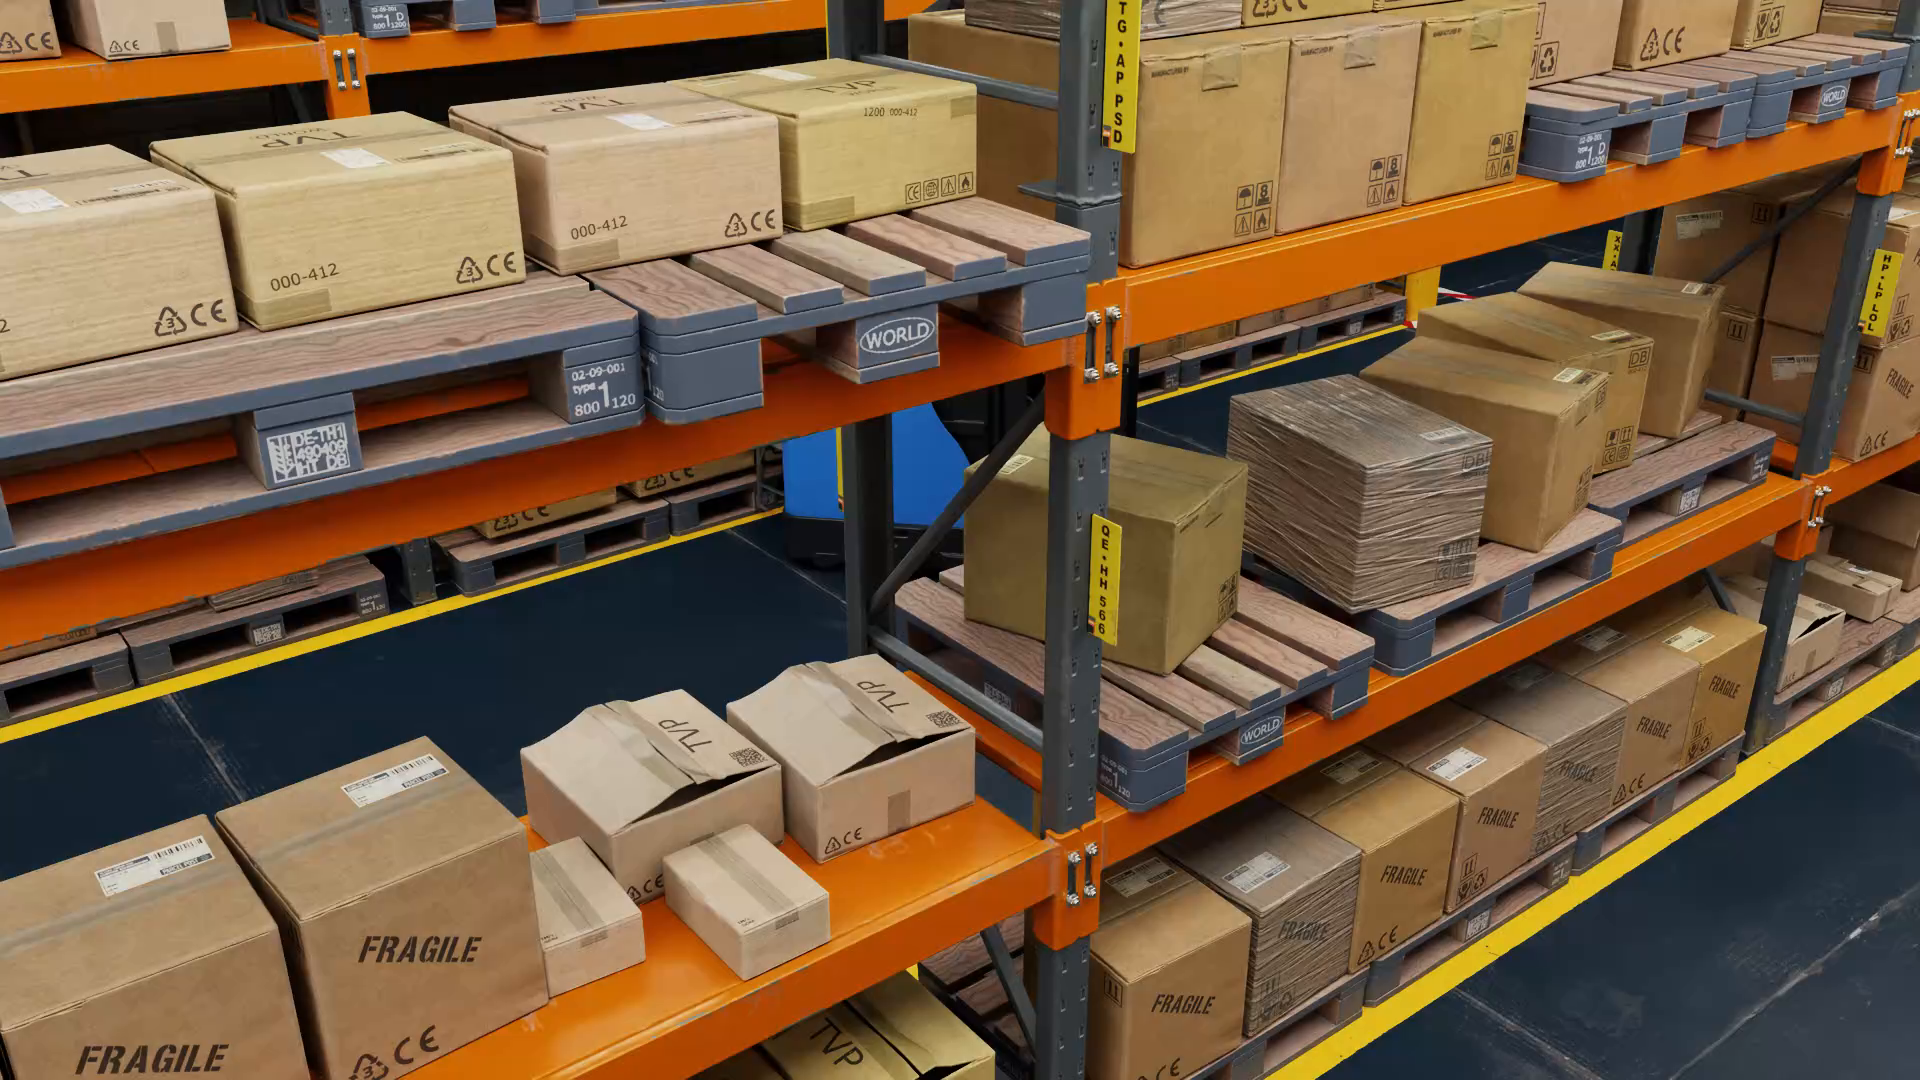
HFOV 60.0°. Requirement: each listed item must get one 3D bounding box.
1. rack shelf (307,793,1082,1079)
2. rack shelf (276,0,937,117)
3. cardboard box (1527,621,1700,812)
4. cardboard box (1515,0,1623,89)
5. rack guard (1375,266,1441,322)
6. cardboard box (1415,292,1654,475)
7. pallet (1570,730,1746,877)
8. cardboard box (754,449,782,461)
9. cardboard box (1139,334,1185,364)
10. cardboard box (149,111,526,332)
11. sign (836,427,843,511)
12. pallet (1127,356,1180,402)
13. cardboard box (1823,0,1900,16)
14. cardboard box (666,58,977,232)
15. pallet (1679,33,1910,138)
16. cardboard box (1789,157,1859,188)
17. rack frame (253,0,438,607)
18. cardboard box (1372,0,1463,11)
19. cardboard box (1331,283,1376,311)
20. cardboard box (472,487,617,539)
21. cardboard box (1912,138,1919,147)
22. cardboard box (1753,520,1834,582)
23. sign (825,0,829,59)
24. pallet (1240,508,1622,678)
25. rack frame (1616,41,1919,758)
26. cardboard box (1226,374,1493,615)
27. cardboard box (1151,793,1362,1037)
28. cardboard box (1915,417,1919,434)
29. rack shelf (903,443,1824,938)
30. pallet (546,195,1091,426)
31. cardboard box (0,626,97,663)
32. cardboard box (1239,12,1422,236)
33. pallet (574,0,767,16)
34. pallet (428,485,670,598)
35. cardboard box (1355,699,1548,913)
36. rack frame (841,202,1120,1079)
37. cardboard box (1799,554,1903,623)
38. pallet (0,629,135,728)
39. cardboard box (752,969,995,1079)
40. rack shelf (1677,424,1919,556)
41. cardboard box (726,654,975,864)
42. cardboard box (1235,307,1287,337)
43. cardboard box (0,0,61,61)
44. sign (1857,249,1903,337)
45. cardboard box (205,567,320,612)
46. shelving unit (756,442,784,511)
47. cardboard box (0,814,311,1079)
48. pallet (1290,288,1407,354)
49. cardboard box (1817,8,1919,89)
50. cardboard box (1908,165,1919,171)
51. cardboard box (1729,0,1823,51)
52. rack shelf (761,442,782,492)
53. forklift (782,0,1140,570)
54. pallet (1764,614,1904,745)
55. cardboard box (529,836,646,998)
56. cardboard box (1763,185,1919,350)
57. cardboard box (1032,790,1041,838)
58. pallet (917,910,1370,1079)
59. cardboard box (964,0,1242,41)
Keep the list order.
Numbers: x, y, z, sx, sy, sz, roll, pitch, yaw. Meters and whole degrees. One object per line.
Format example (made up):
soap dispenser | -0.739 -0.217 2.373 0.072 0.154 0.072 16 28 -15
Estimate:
rack shelf | -1.563 1.288 3.766 4.000 0.370 1.077 -18 31 -34
rack shelf | -1.475 -2.751 8.907 4.000 0.370 1.077 -18 31 -34
cardboard box | 2.553 0.686 6.655 0.500 0.500 0.500 -18 30 -34
cardboard box | 1.669 -1.785 5.233 0.600 0.600 0.600 -20 31 -36
rack guard | 3.265 -2.148 13.285 0.348 0.500 1.175 -18 31 -34
cardboard box | 2.146 -0.584 6.327 0.500 0.500 0.700 -13 28 -26
pallet | 2.542 0.892 7.077 1.213 0.211 1.003 -18 31 -34
cardboard box | -1.030 -1.008 9.914 0.750 0.750 0.750 -17 30 -33
cardboard box | 1.148 -1.583 11.568 0.500 0.500 0.700 -19 31 -35
cardboard box | -1.170 -0.617 3.133 0.500 0.250 0.500 -19 31 -35
sign | -0.331 -0.224 4.889 0.005 0.325 0.100 -18 31 -34
pallet | 0.745 -1.143 11.463 1.213 0.211 1.003 -18 31 -34
cardboard box | 3.694 -2.160 6.362 0.500 0.250 0.500 -18 31 -34
cardboard box | -0.312 -0.904 3.751 0.500 0.250 0.500 -21 32 -38
pallet | 2.602 -1.726 6.066 1.003 0.211 1.213 -18 31 -34
cardboard box | 3.798 -1.447 7.497 0.500 0.500 0.500 -19 31 -35
rack frame | -3.049 -1.198 8.267 0.127 3.000 1.000 -18 31 -34
cardboard box | 1.161 -1.793 4.681 0.500 0.500 0.500 -18 31 -34
cardboard box | 2.757 -2.117 12.720 0.500 0.500 0.700 -18 31 -34
cardboard box | -2.389 -0.561 8.949 0.750 0.750 0.750 -19 31 -35
cardboard box | 4.592 -1.708 8.060 0.500 0.500 0.500 -19 31 -34
cardboard box | 4.022 -0.013 8.387 0.500 0.311 0.500 -18 31 -34
sign | -0.322 -1.333 4.382 0.005 0.325 0.100 -18 31 -34
pallet | 1.538 0.023 5.866 1.213 0.211 1.003 -18 31 -34
rack frame | 3.158 -0.597 6.972 0.127 3.000 1.000 -18 31 -34
cardboard box | 1.274 -0.169 5.433 0.500 0.500 0.700 -12 28 -24
cardboard box | 0.954 1.215 5.515 0.500 0.500 0.500 -20 31 -36
cardboard box | 4.129 -0.818 7.331 0.500 0.500 0.500 -18 30 -33
rack shelf | 1.585 0.249 6.004 4.000 0.370 1.077 -18 31 -34
pallet | -0.468 -0.627 3.698 1.003 0.211 1.213 -17 30 -32
cardboard box | -4.434 0.175 7.757 0.500 0.500 0.700 -18 31 -34
cardboard box | 0.735 -1.221 4.635 0.500 0.500 0.910 -18 31 -34
pallet | -1.697 -2.949 8.702 1.213 0.211 1.003 -17 30 -32
pallet | -2.382 -0.113 9.242 1.213 0.211 1.003 -18 31 -34
cardboard box | 1.759 0.949 6.088 0.500 0.500 0.500 -19 31 -36
rack frame | 0.011 0.442 4.734 0.127 3.000 1.000 -18 31 -34
cardboard box | 4.297 0.224 8.048 0.250 0.166 0.380 -18 31 -34
pallet | -4.624 0.585 7.739 1.213 0.211 1.003 -18 31 -34
cardboard box | -0.249 1.462 4.637 0.500 0.311 0.500 -17 30 -33
rack shelf | 4.732 -0.790 8.243 4.000 0.370 1.077 -18 31 -34
cardboard box | -0.302 0.563 4.580 0.500 0.311 0.500 -16 29 -31
cardboard box | 1.968 -1.857 12.158 0.500 0.500 0.700 -19 31 -36
cardboard box | -4.126 -2.308 6.951 0.637 0.503 0.797 -14 28 -27
sign | 3.504 -0.939 6.335 0.005 0.325 0.100 -18 31 -34
cardboard box | -3.583 -0.059 8.261 0.500 0.500 0.700 -18 30 -33
shelving unit | -0.820 -1.168 9.153 0.503 2.100 0.431 -16 27 -38
cardboard box | -1.714 0.975 3.467 0.500 0.500 0.500 -18 30 -34
pallet | 2.666 -1.777 12.829 1.213 0.211 1.003 -18 31 -34
cardboard box | 3.694 -1.934 6.468 0.500 0.250 0.500 -18 31 -34
cardboard box | 4.513 -1.392 7.380 0.500 0.500 0.500 -19 31 -35
cardboard box | 2.717 -2.132 5.981 0.600 0.600 0.600 -22 33 -39
rack shelf | -0.832 -0.502 9.409 0.480 0.518 0.431 -16 27 -38
forklift | 0.618 -1.287 8.540 3.031 2.935 1.130 4 25 8
pallet | 3.699 0.490 7.943 1.213 0.211 1.003 -18 31 -34
cardboard box | -0.958 0.906 4.032 0.250 0.149 0.380 -16 29 -30
cardboard box | 3.703 -1.125 6.804 0.500 0.500 0.500 -17 30 -33
cardboard box | 0.602 1.056 5.858 0.500 0.500 0.500 -17 30 -32
pallet | 0.622 1.526 5.711 1.213 0.211 1.003 -18 31 -34
cardboard box | 0.358 -1.528 4.110 0.500 0.500 0.500 -18 31 -34
